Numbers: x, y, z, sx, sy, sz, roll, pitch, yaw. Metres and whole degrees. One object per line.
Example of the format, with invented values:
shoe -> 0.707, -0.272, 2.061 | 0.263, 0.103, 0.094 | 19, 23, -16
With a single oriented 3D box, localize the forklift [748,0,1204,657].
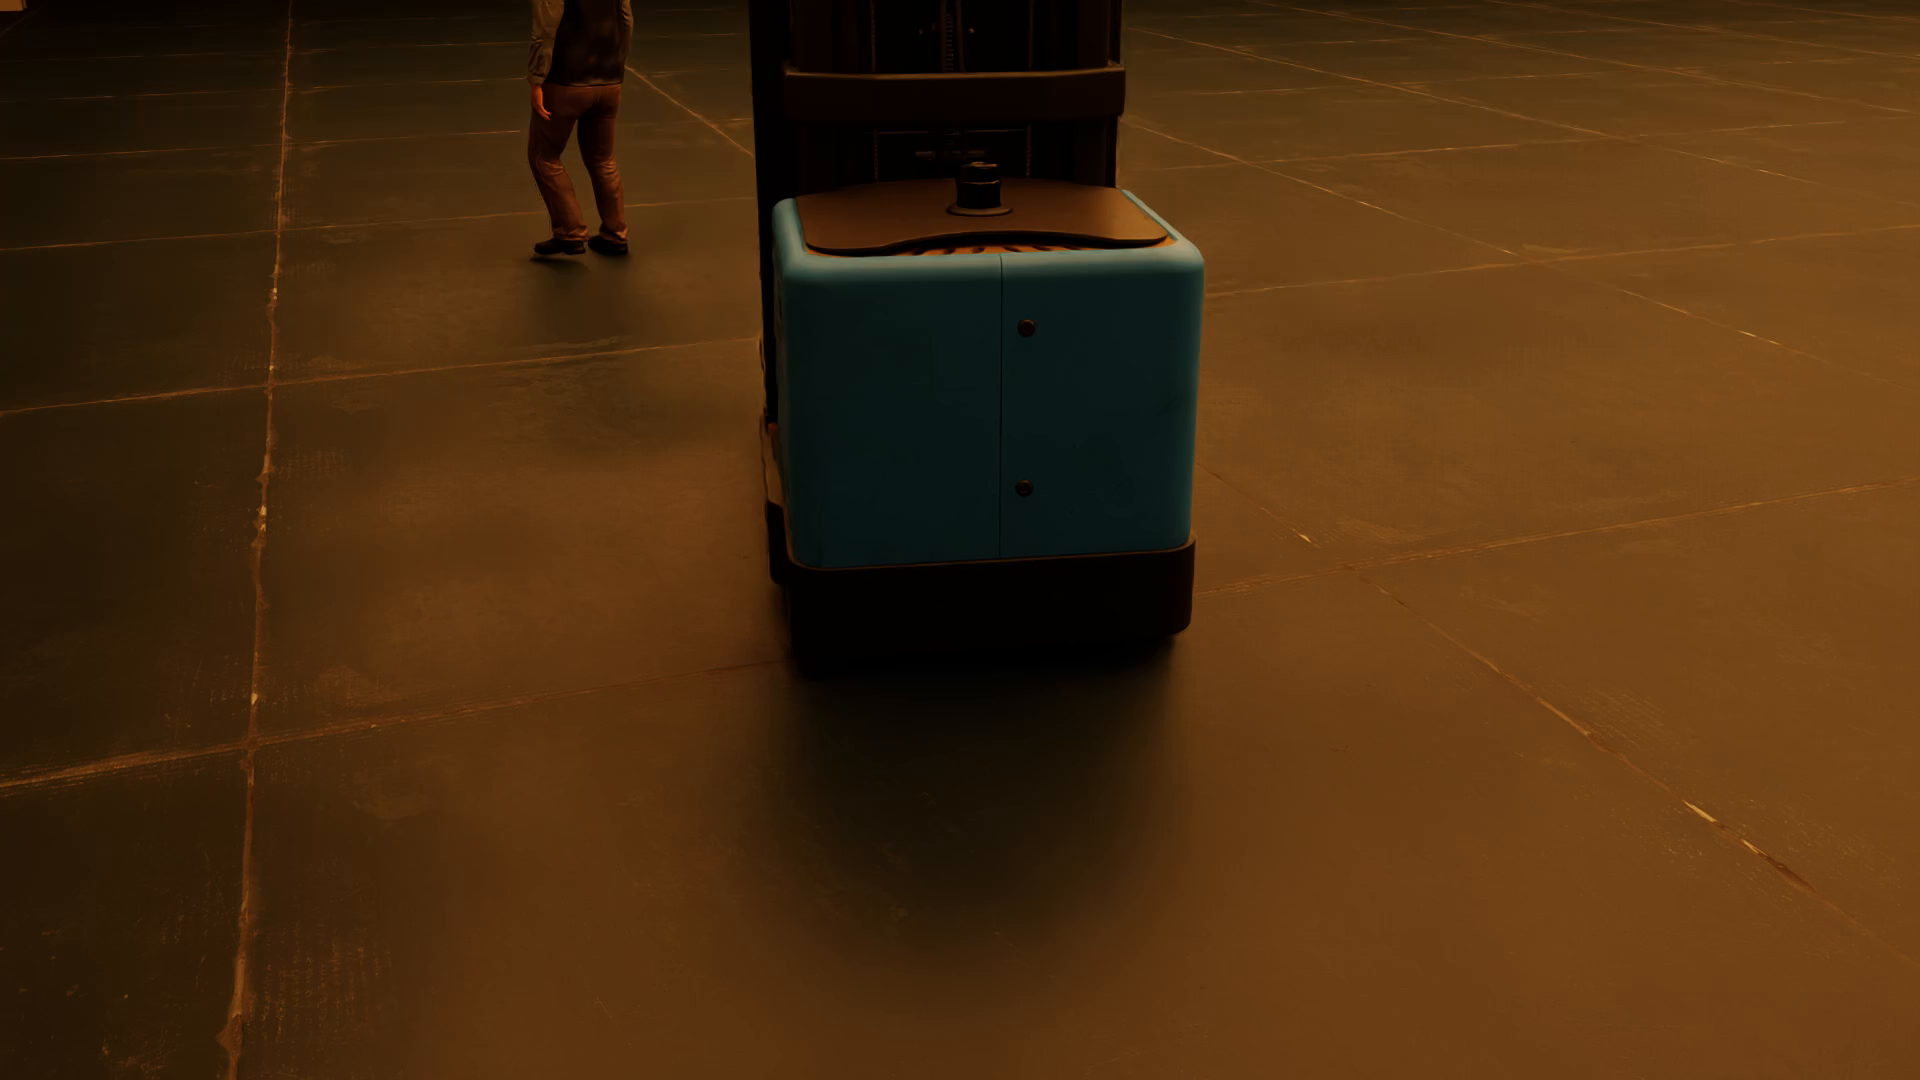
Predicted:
forklift -> -0.106, -1.594, 5.088 | 1.130, 2.935, 3.031 | -3, 23, -7

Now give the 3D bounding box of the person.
person -> -1.891, -2.234, 8.173 | 0.491, 1.722, 0.616 | 17, 28, 35
